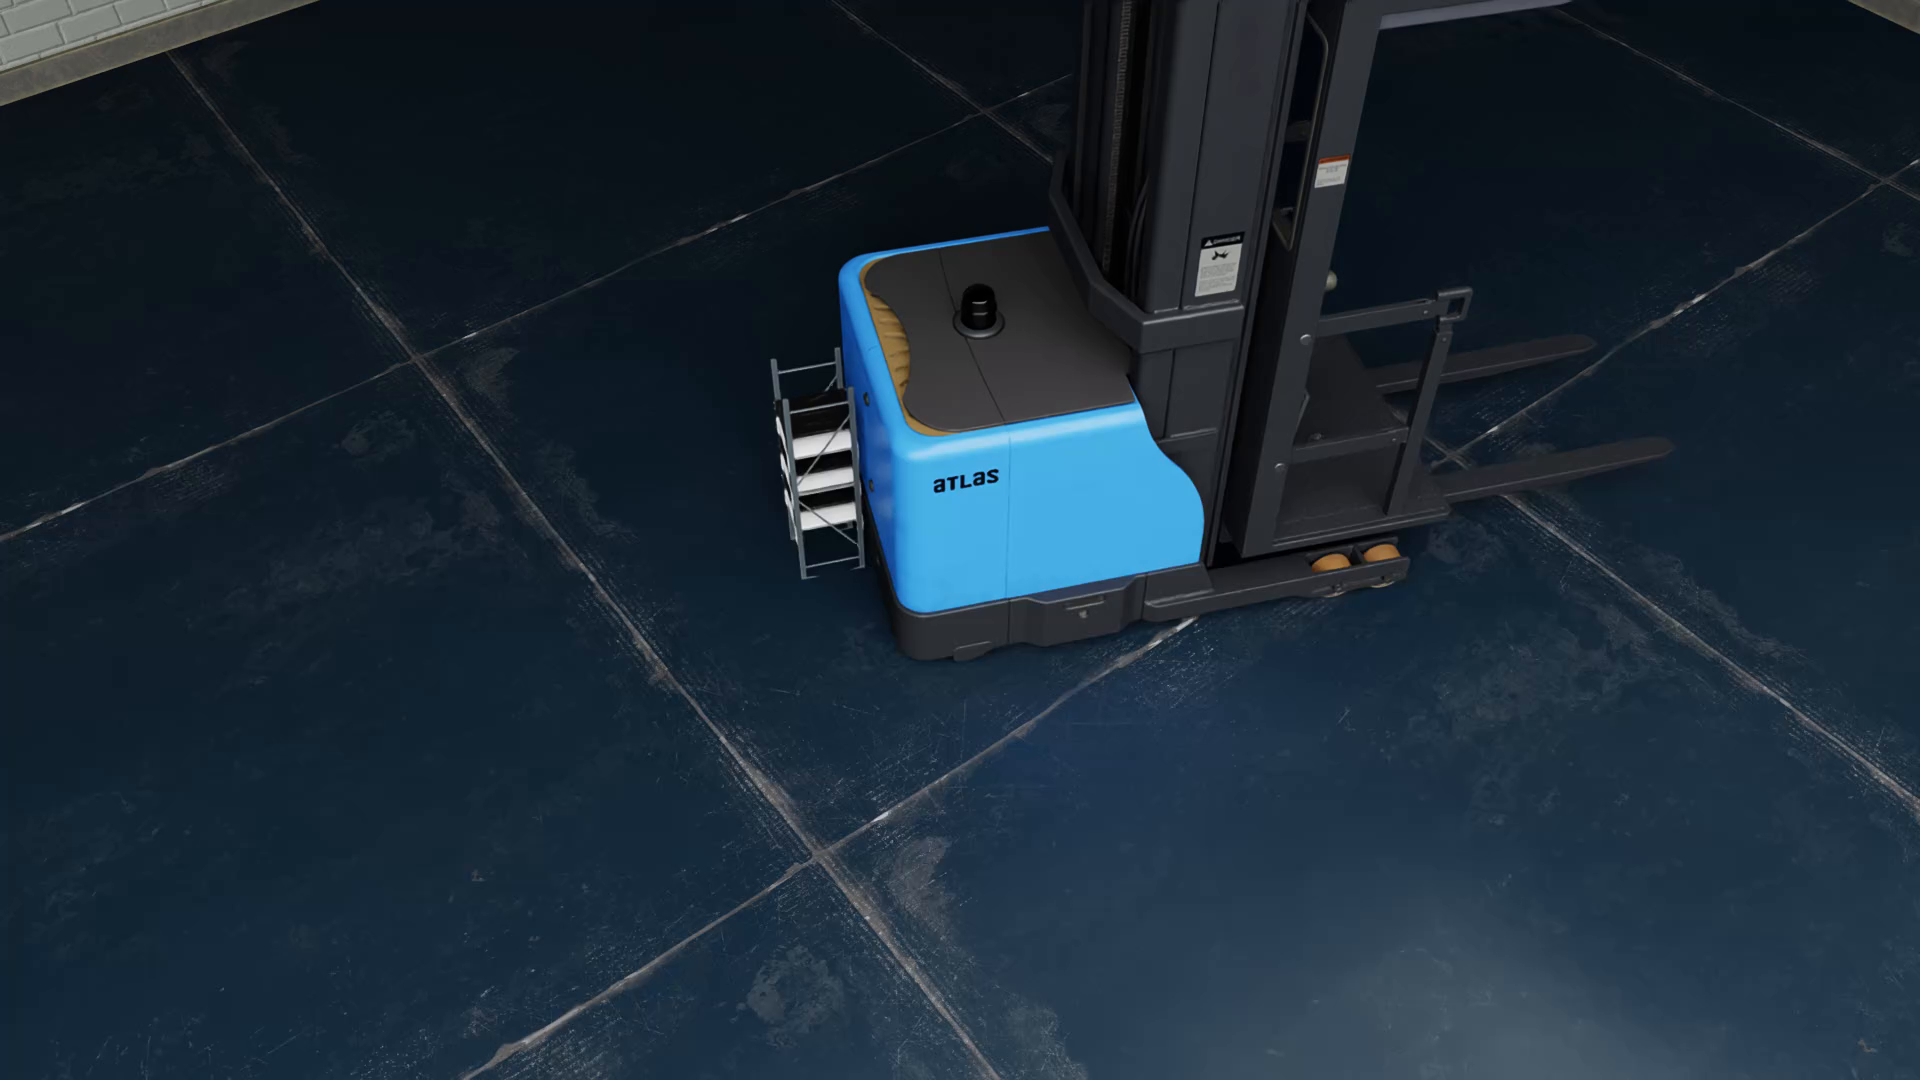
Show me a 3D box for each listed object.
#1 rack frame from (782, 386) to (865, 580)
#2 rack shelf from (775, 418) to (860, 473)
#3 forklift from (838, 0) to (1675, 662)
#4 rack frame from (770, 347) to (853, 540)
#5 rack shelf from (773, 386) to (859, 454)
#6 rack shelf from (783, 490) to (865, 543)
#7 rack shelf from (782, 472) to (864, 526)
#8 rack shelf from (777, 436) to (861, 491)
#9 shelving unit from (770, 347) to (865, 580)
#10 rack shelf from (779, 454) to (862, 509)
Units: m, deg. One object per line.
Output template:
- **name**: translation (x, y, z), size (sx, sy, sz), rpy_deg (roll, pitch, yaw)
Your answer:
- **rack frame**: translation (-0.468, -0.180, 5.806), size (0.240, 0.900, 0.006), rpy_deg (-11, 49, -10)
- **rack shelf**: translation (-0.494, -0.351, 5.763), size (0.258, 0.077, 0.200), rpy_deg (-11, 49, -10)
- **forklift**: translation (1.144, -1.147, 5.312), size (3.031, 2.935, 1.130), rpy_deg (-10, 49, -9)
- **rack frame**: translation (-0.521, -0.326, 5.938), size (0.240, 0.900, 0.006), rpy_deg (-11, 49, -10)
- **rack shelf**: translation (-0.494, -0.412, 5.697), size (0.258, 0.077, 0.200), rpy_deg (-11, 49, -10)
- **rack shelf**: translation (-0.494, -0.110, 6.030), size (0.258, 0.077, 0.200), rpy_deg (-11, 49, -10)
- **rack shelf**: translation (-0.494, -0.170, 5.963), size (0.258, 0.077, 0.200), rpy_deg (-11, 49, -10)
- **rack shelf**: translation (-0.494, -0.291, 5.830), size (0.258, 0.077, 0.200), rpy_deg (-11, 49, -10)
- **shelving unit**: translation (-0.494, -0.253, 5.872), size (0.258, 0.900, 0.210), rpy_deg (-11, 49, -10)
- **rack shelf**: translation (-0.494, -0.231, 5.897), size (0.258, 0.077, 0.200), rpy_deg (-11, 49, -10)
